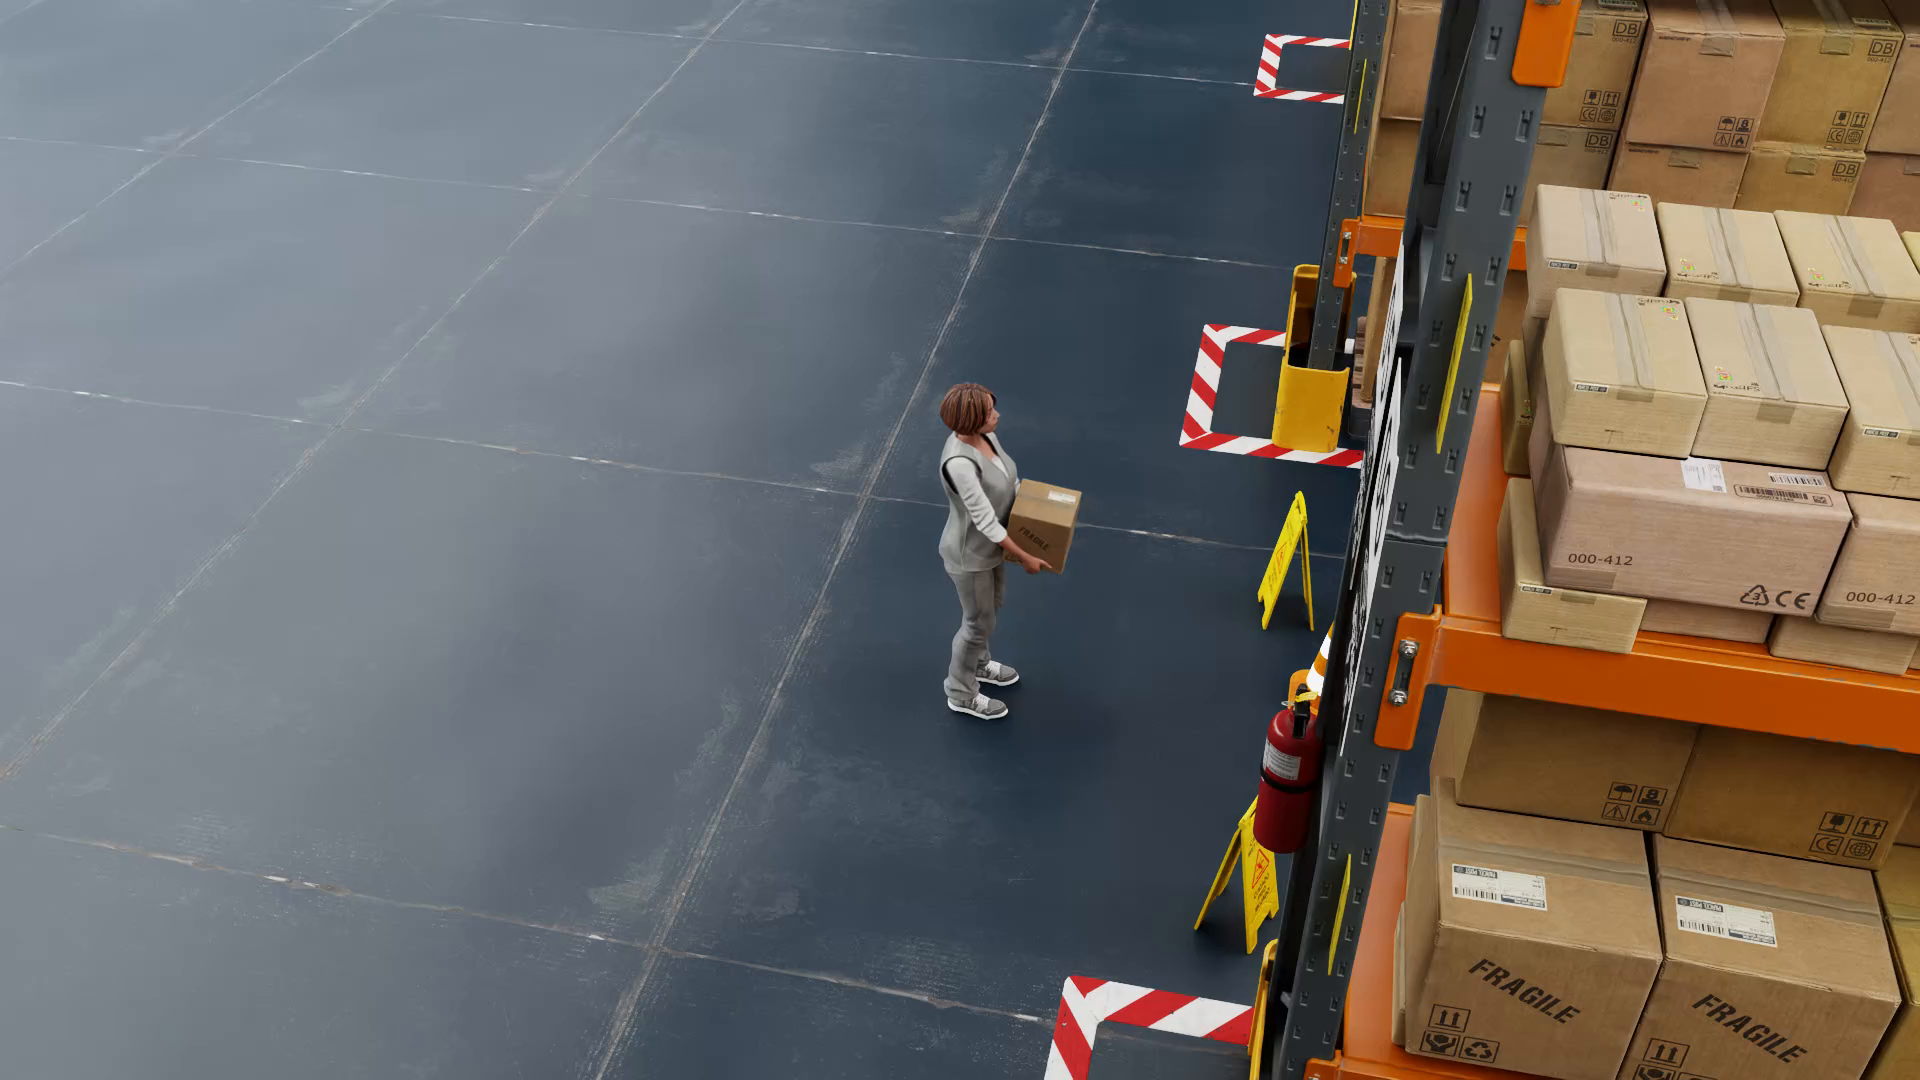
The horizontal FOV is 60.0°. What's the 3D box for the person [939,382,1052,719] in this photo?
[{"bbox_3d":[0.162,0.056,6.901,0.494,1.593,0.404,8,38,11],"label":"person"}]
